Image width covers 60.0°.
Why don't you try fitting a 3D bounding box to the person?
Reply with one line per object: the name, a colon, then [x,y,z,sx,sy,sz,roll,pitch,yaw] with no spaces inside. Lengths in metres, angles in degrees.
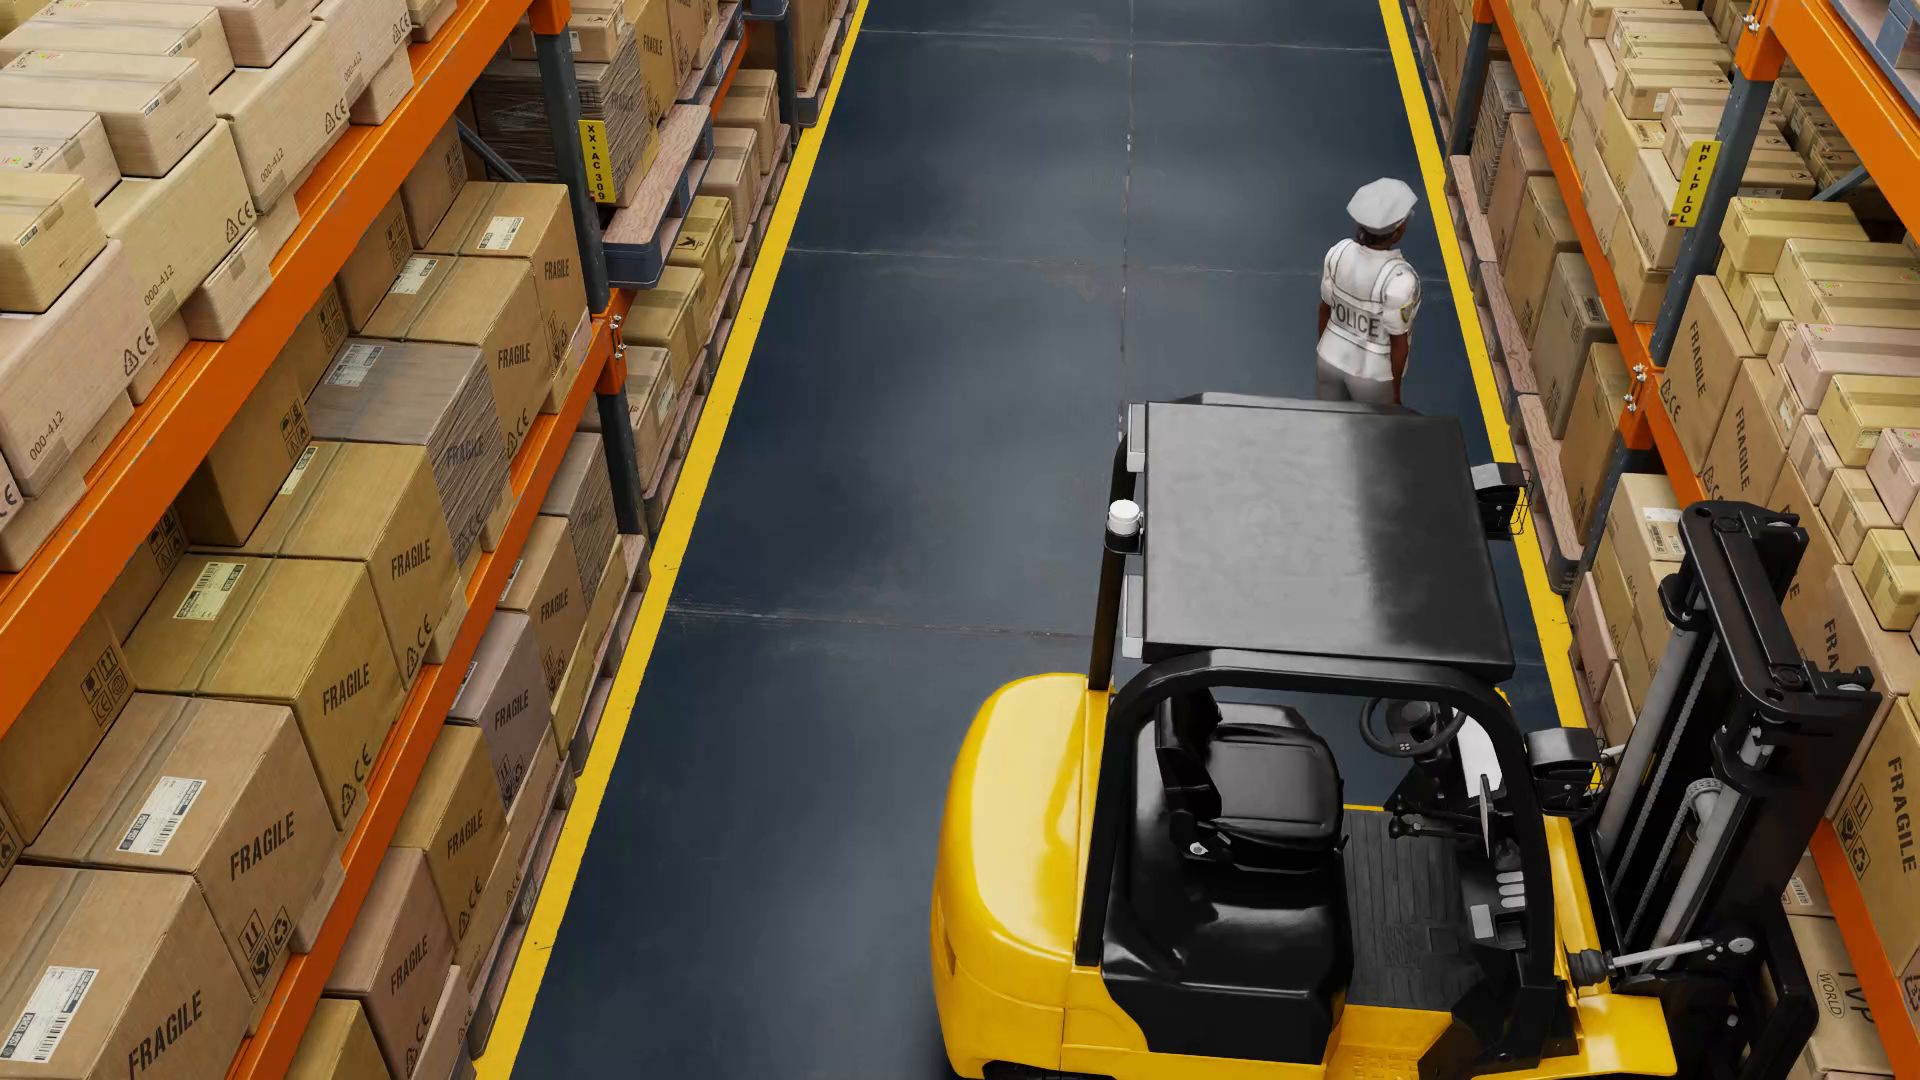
person: [1.698,-0.732,6.998,0.354,1.694,0.439,-29,48,-30]
